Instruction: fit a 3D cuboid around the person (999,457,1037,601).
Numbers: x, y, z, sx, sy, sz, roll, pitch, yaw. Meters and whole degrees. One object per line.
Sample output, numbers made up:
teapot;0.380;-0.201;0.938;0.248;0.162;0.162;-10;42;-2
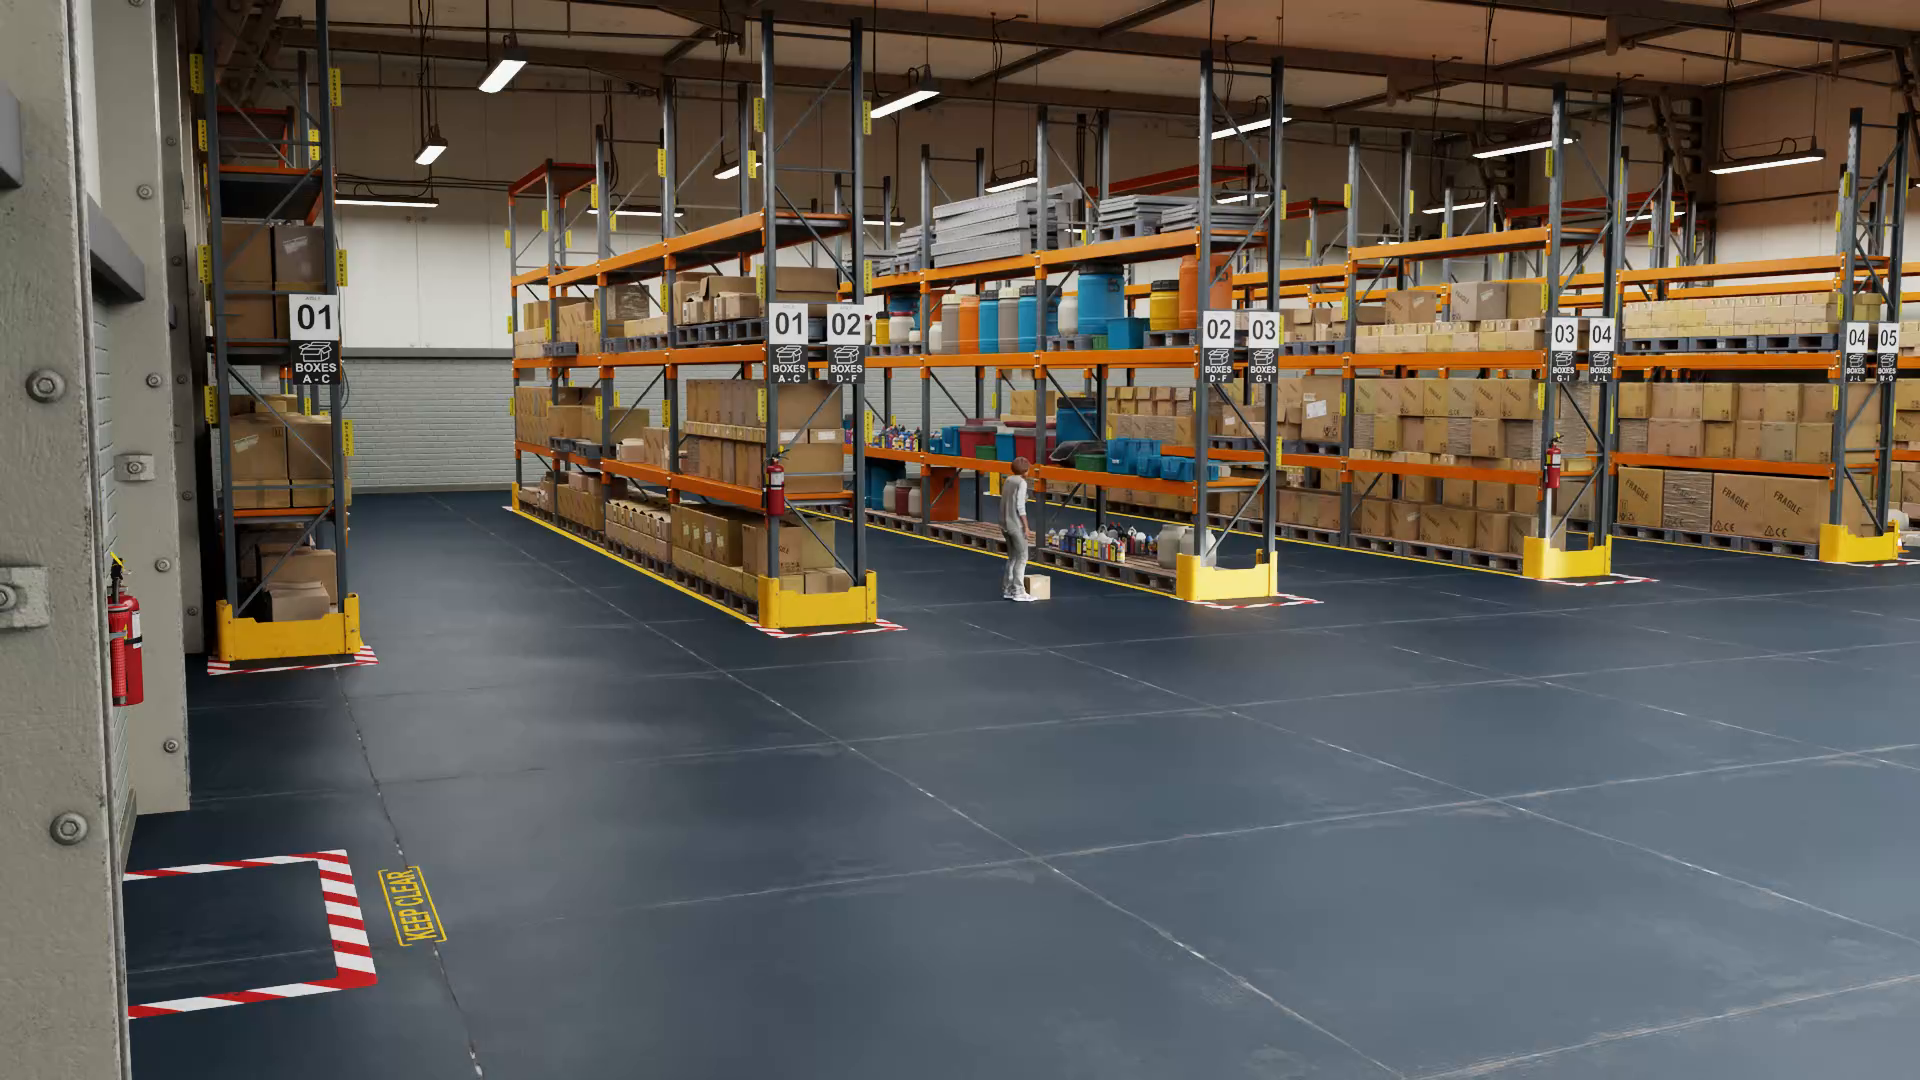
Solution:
person;0.627;-0.127;18.517;0.350;1.592;0.467;-3;6;-24
